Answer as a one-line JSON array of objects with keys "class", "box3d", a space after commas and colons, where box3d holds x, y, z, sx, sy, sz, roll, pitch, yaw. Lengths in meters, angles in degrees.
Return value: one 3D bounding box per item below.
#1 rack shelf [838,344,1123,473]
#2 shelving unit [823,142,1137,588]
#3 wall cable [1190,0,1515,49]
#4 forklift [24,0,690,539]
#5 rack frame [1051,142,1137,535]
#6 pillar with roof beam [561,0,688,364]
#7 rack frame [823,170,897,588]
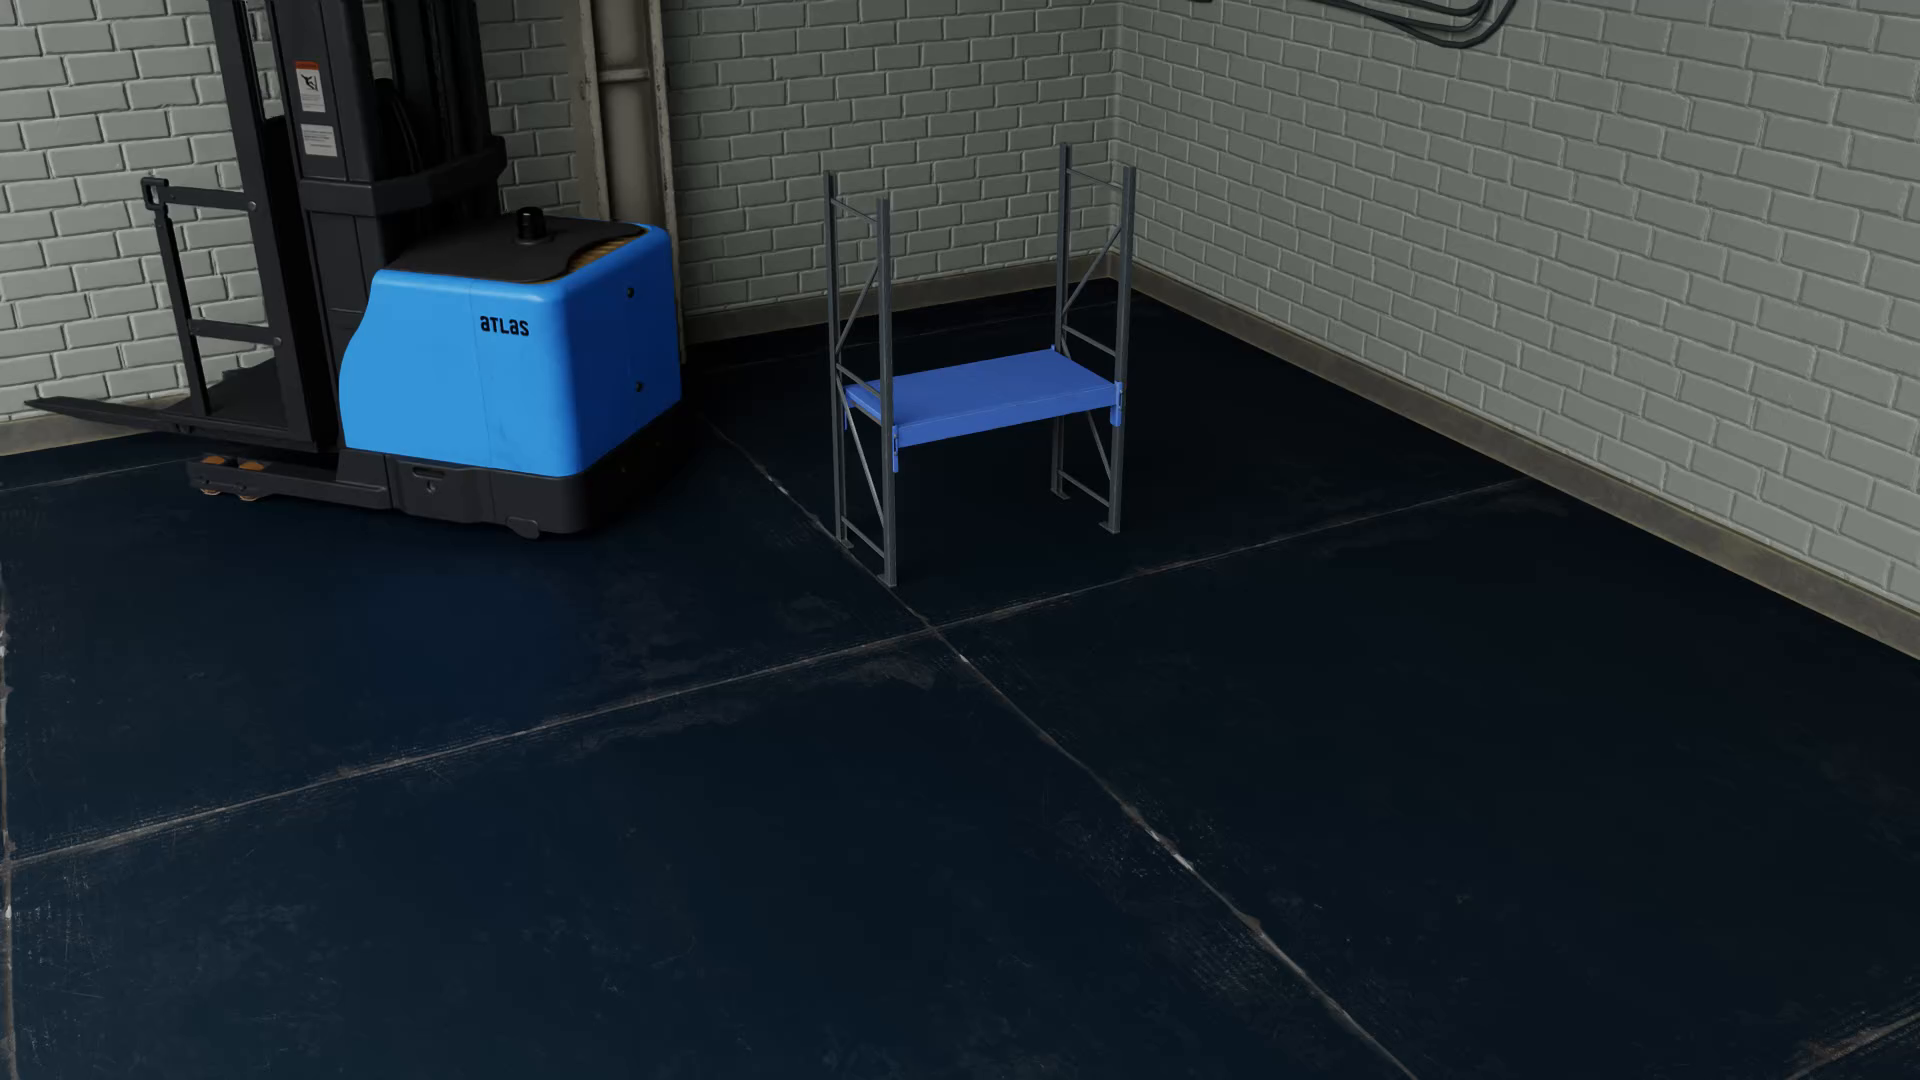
[{"class": "rack shelf", "box3d": [0.075, -0.531, 6.539, 1.000, 0.185, 0.538, -13, 29, -25]}, {"class": "shelving unit", "box3d": [0.075, -0.693, 6.462, 1.048, 1.500, 0.538, -13, 29, -25]}, {"class": "wall cable", "box3d": [1.556, -3.693, 7.633, 0.112, 2.526, 3.097, -13, 29, -25]}, {"class": "forklift", "box3d": [-2.785, -1.693, 6.889, 3.031, 2.935, 1.130, 8, 27, 17]}, {"class": "rack frame", "box3d": [0.524, -0.797, 6.677, 0.032, 1.500, 0.500, -13, 29, -25]}, {"class": "pillar with roof beam", "box3d": [0.360, -3.354, 3.339, 0.400, 9.000, 9.100, -13, 29, -25]}, {"class": "rack frame", "box3d": [-0.373, -0.590, 6.246, 0.032, 1.500, 0.500, -13, 29, -25]}]
